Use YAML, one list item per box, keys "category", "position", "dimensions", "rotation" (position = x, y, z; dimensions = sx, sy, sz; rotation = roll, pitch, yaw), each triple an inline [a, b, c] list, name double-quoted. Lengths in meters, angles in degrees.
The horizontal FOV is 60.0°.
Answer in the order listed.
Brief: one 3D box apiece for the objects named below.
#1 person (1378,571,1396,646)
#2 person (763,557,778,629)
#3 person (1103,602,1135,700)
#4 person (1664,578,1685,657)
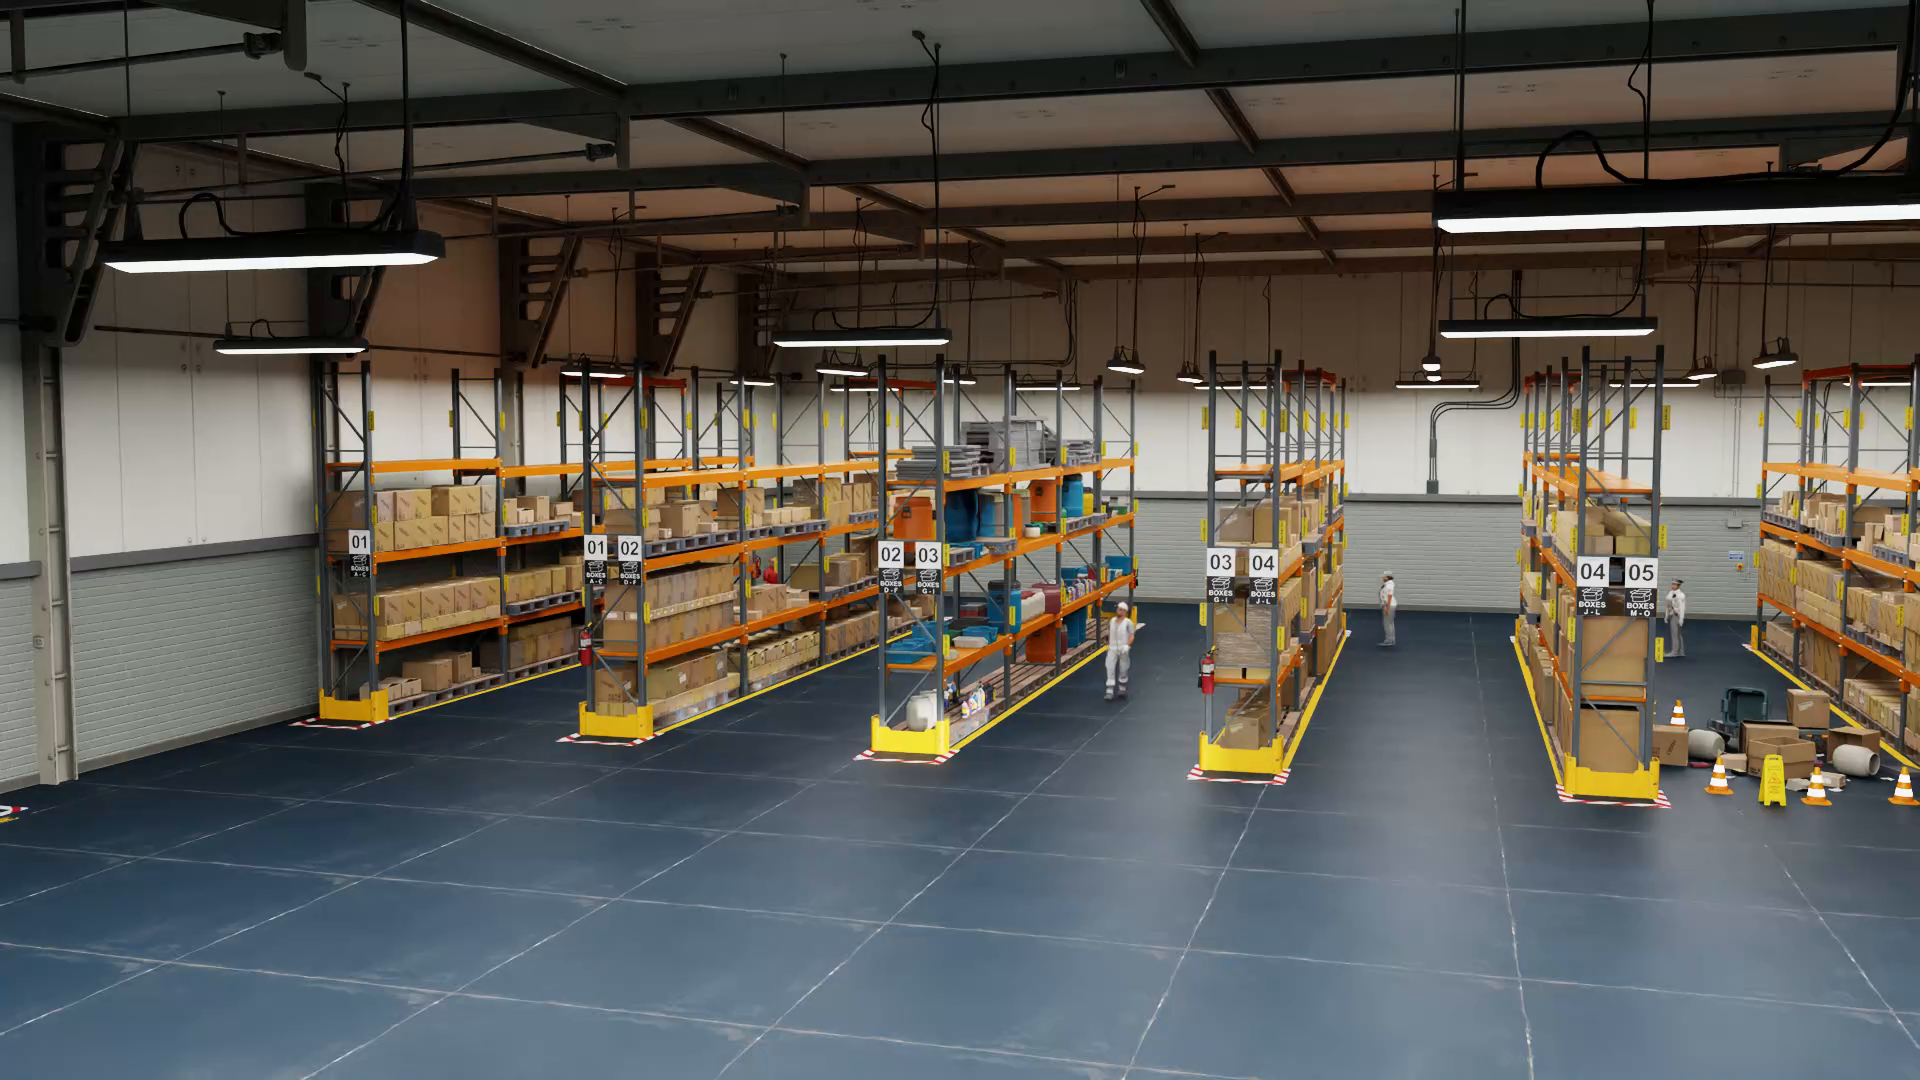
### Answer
- category: "person"
  position: [9.529, 1.524, 37.070]
  dimensions: [0.388, 1.673, 0.555]
  rotation: [1, 4, 13]
- category: "person"
  position: [-4.513, 1.276, 40.107]
  dimensions: [0.547, 1.731, 0.552]
  rotation: [3, 5, 32]
- category: "person"
  position: [2.867, 1.979, 29.764]
  dimensions: [0.521, 1.708, 1.093]
  rotation: [1, 4, 14]
- category: "person"
  position: [15.207, 1.641, 35.375]
  dimensions: [0.432, 1.688, 0.506]
  rotation: [1, 4, 14]
